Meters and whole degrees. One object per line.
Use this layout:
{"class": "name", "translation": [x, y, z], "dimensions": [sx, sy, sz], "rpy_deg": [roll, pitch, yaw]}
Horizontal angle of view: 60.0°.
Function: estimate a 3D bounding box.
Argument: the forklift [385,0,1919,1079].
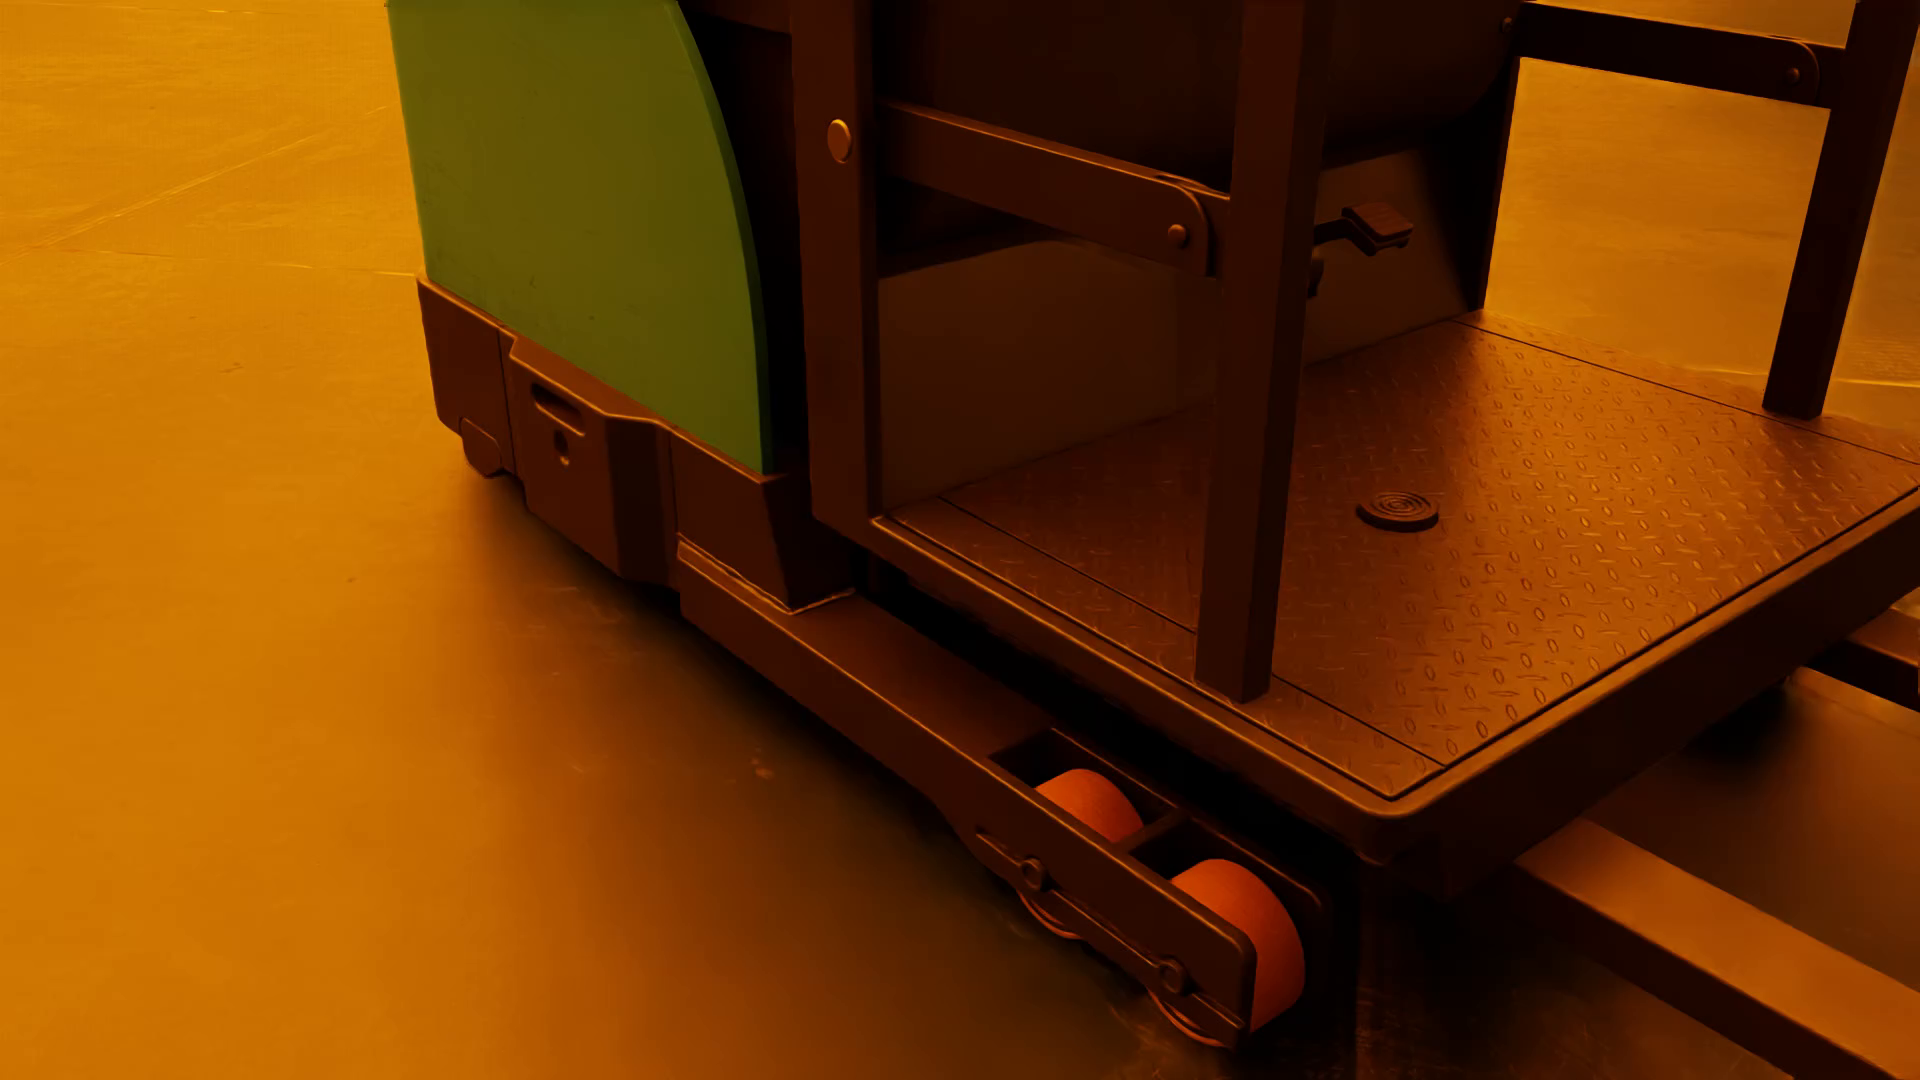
{"class": "forklift", "translation": [0.451, -1.092, 1.411], "dimensions": [1.130, 2.935, 3.031], "rpy_deg": [-20, 33, -34]}
